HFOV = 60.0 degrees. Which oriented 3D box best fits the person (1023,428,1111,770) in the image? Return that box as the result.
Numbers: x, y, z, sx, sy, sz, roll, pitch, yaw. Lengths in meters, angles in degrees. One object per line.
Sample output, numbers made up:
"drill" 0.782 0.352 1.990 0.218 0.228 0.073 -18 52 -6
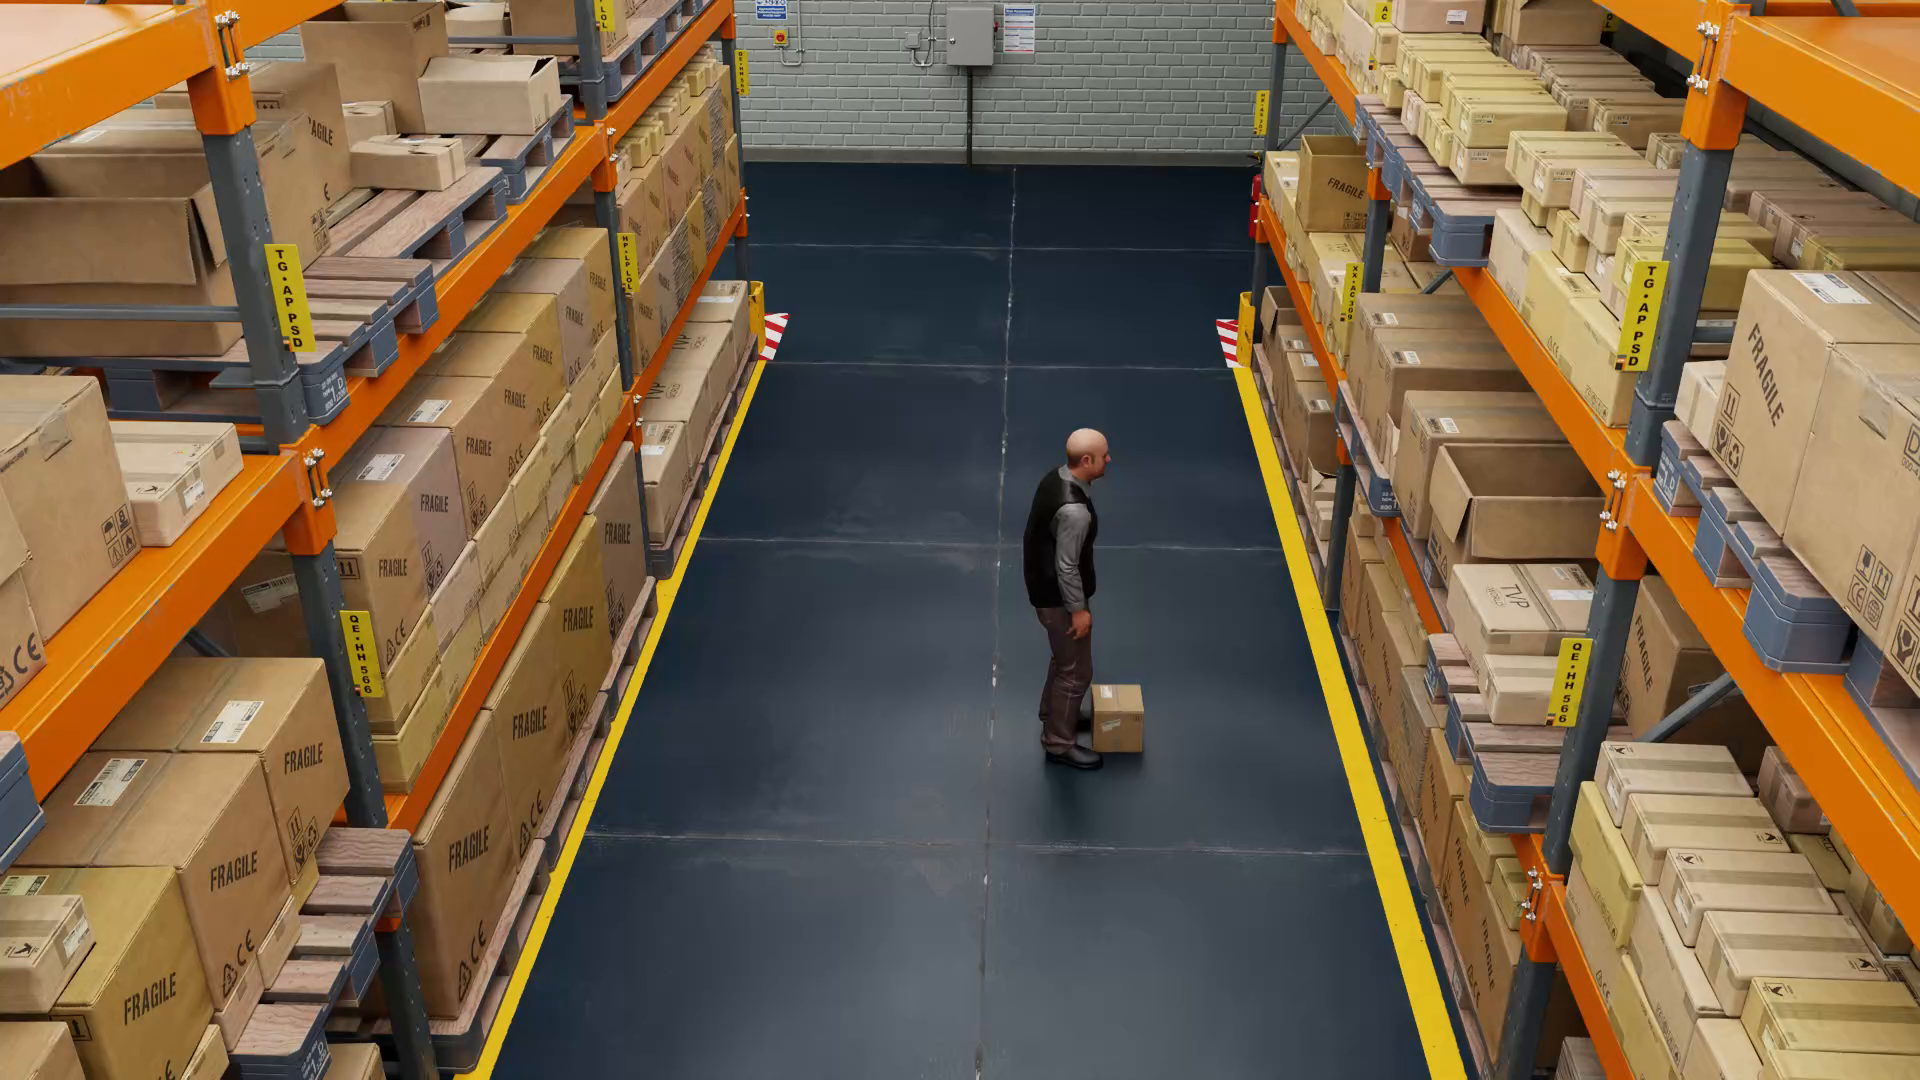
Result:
"person" 0.518 0.258 8.158 0.426 1.720 0.585 -1 28 -1
